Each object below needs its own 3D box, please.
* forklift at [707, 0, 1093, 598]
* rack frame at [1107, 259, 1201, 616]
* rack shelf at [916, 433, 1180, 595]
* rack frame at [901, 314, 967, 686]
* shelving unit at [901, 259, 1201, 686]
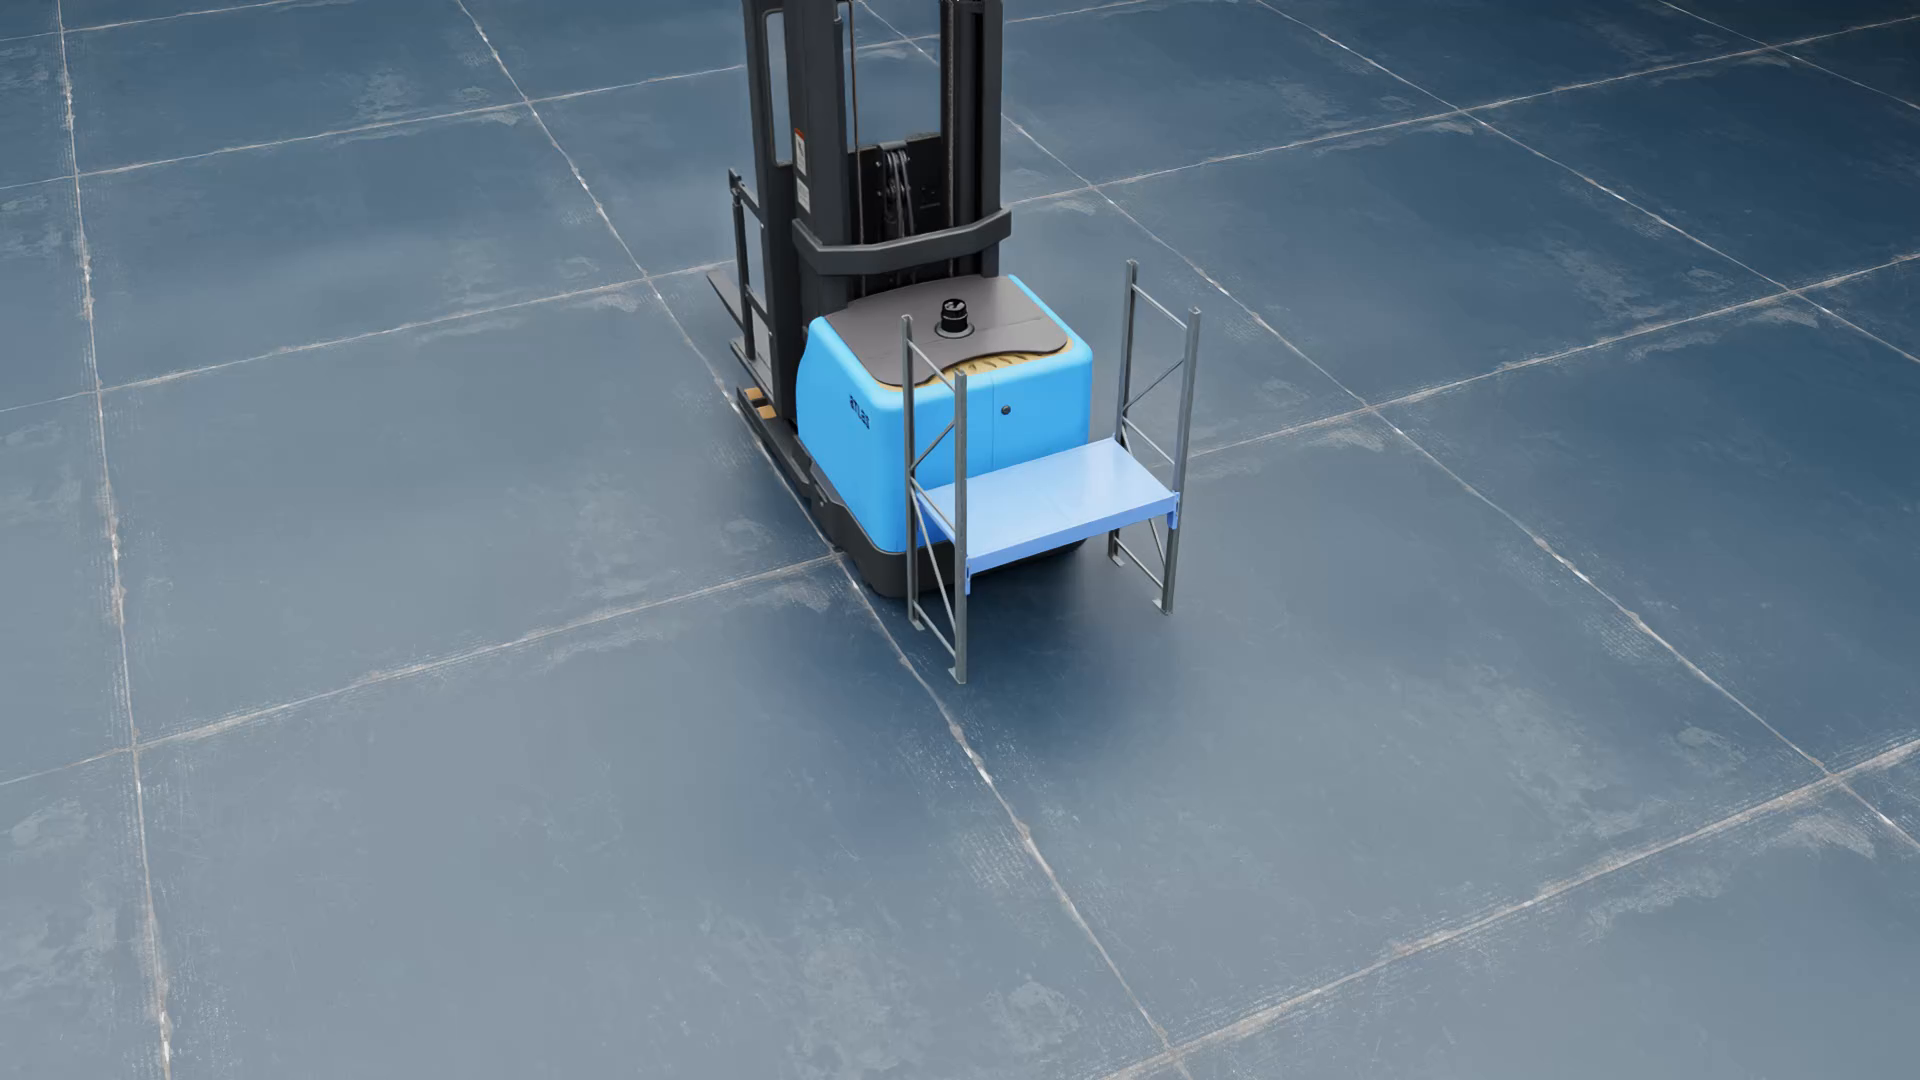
[{"bbox_3d":[-0.495,-1.794,7.708,1.130,2.935,3.031,-15,39,-20],"label":"forklift"},{"bbox_3d":[0.805,-0.406,7.038,0.032,1.500,0.500,-17,40,-21],"label":"rack frame"},{"bbox_3d":[0.352,-0.124,6.960,1.000,0.185,0.538,-17,40,-21],"label":"rack shelf"},{"bbox_3d":[-0.100,-0.130,6.667,0.032,1.500,0.500,-17,40,-21],"label":"rack frame"},{"bbox_3d":[0.352,-0.268,6.852,1.048,1.500,0.538,-17,40,-21],"label":"shelving unit"}]
